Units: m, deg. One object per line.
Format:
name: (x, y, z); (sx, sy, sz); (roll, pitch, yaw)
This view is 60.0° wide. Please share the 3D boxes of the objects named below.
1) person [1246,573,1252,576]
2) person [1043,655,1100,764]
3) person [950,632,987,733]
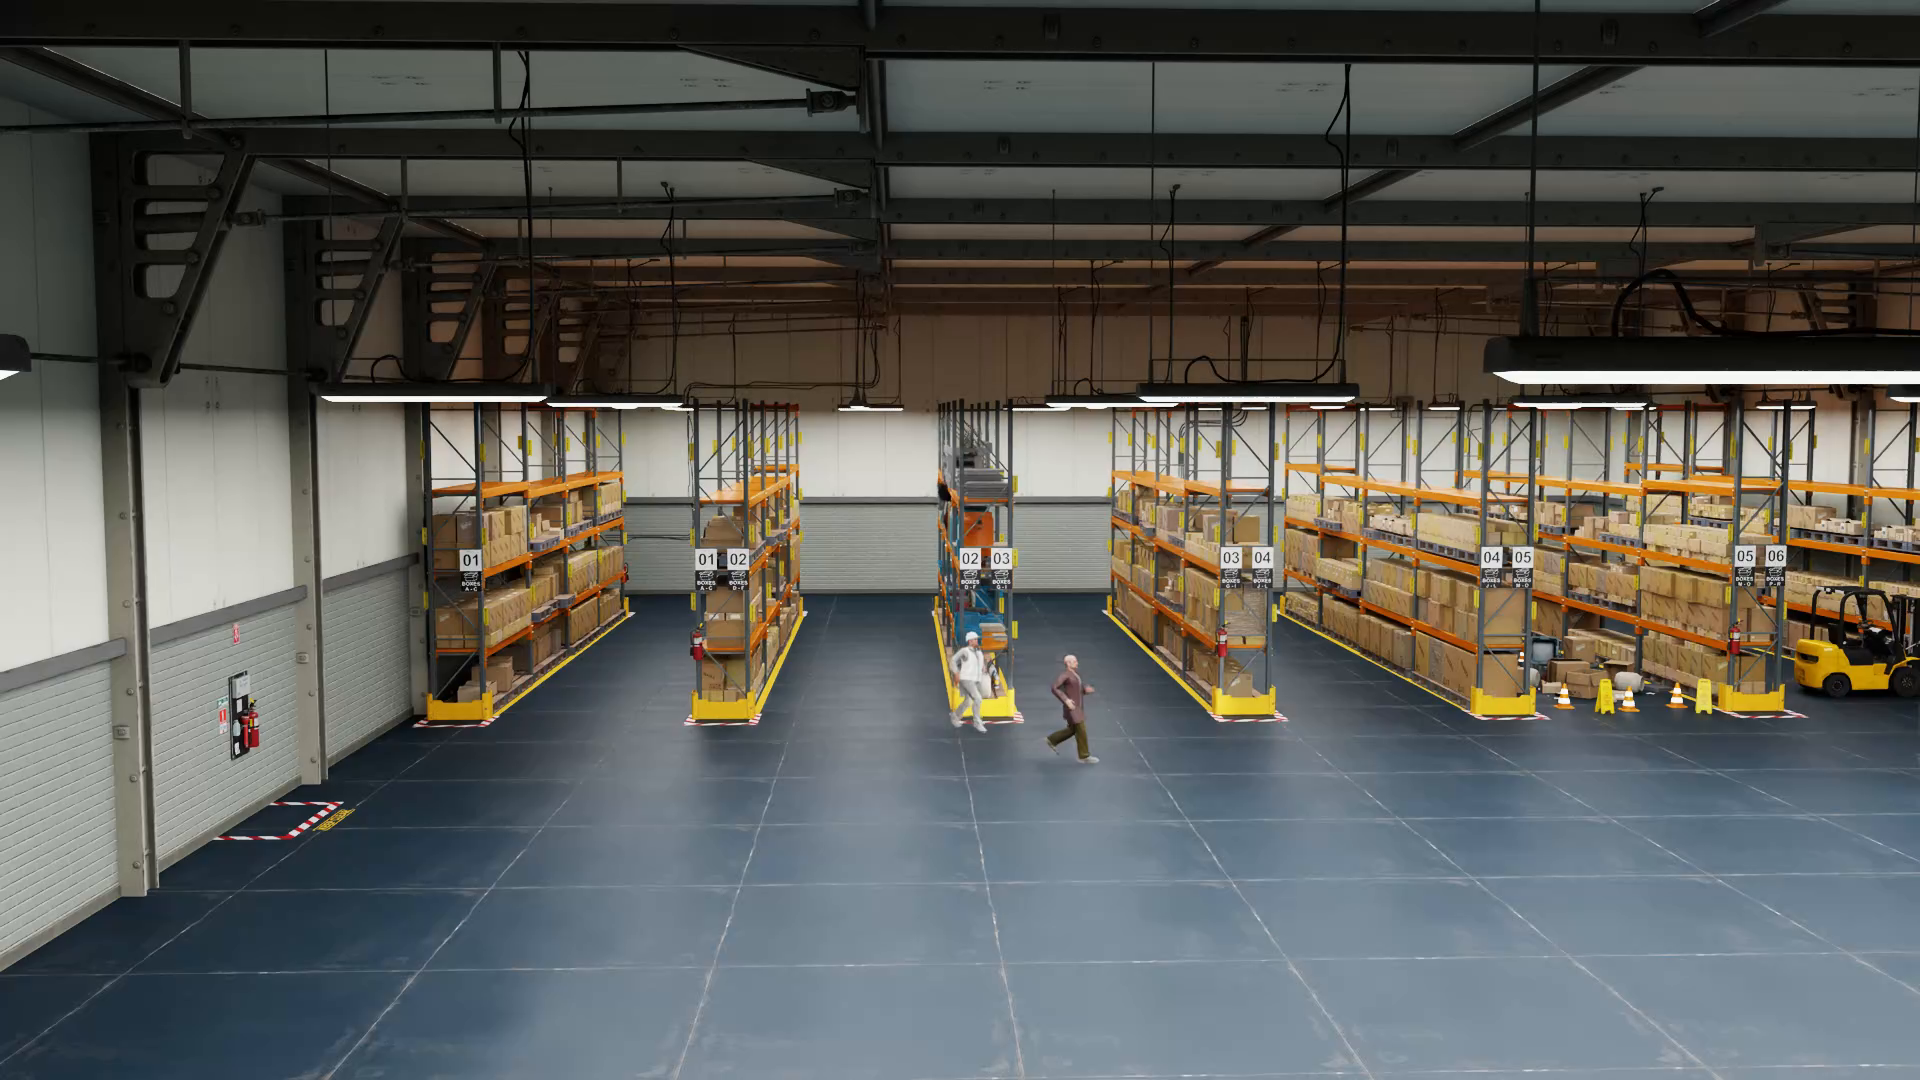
person: (8.027, 1.347, 46.929); (0.593, 1.709, 0.792); (0, 4, -1)
person: (1.826, 2.760, 27.262); (1.021, 1.754, 0.715); (2, 5, 22)
person: (0.238, 2.550, 30.117); (0.855, 1.766, 0.645); (3, 5, 38)
